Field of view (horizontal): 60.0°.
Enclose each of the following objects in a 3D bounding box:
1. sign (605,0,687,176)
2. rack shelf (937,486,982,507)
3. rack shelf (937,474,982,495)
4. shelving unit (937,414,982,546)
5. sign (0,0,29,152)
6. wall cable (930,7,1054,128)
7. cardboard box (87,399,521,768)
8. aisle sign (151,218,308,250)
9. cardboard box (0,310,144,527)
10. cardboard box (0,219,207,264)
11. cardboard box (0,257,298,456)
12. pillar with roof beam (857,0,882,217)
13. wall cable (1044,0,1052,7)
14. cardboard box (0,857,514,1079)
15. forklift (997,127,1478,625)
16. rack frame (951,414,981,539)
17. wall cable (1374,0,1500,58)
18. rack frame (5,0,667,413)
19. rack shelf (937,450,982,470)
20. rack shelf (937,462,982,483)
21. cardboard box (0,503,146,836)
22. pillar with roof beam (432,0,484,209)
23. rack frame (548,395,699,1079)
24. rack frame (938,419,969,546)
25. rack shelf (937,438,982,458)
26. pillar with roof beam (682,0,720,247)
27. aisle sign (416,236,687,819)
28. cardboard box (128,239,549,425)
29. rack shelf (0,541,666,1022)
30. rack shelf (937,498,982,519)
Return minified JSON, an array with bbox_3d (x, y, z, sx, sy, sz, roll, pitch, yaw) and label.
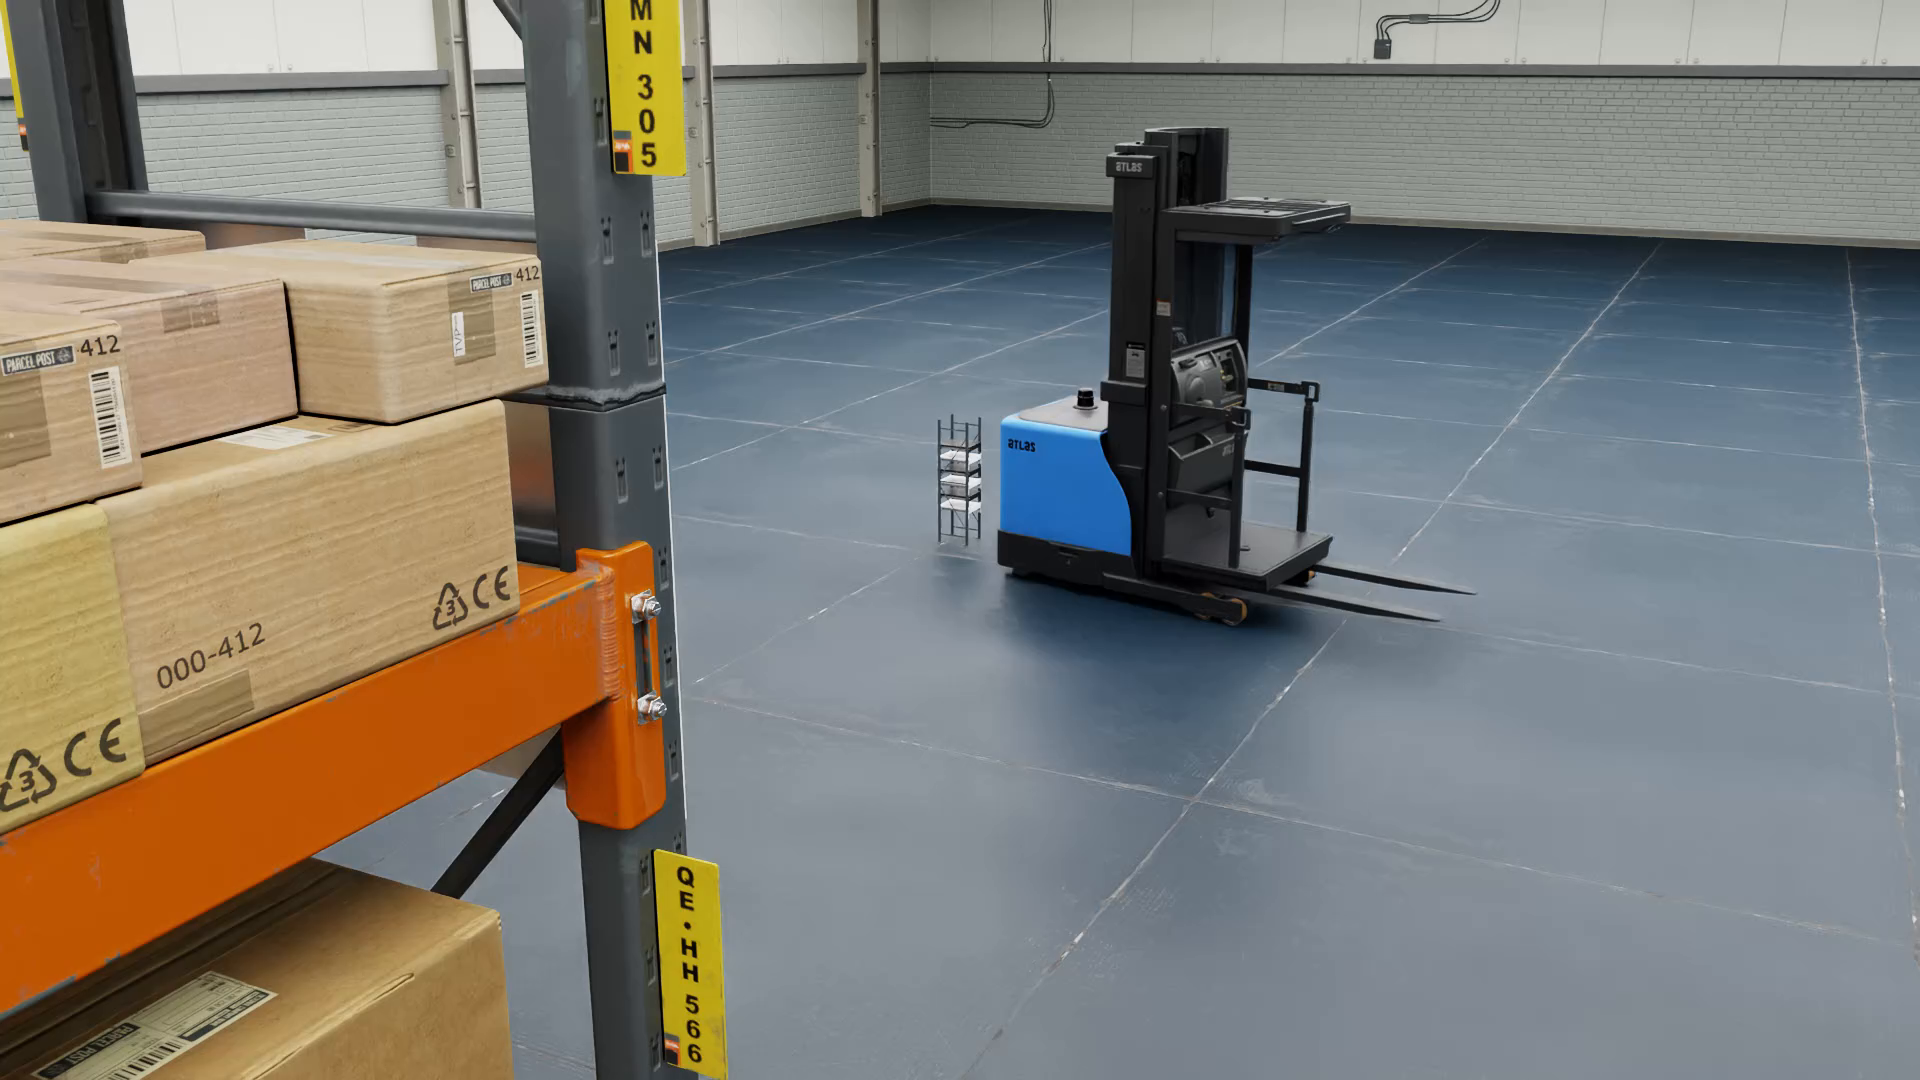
[{"bbox_3d":[-0.361,-0.582,1.893,0.100,0.325,0.005,8,18,25],"label":"sign"},{"bbox_3d":[-0.004,-0.311,11.924,0.258,0.077,0.200,8,18,25],"label":"rack shelf"},{"bbox_3d":[-0.004,-0.397,11.899,0.258,0.077,0.200,8,18,25],"label":"rack shelf"},{"bbox_3d":[-0.004,-0.429,11.889,0.258,0.900,0.210,8,18,25],"label":"shelving unit"},{"bbox_3d":[-1.334,-0.722,2.382,0.100,0.325,0.005,8,18,25],"label":"sign"},{"bbox_3d":[0.631,-10.235,36.133,3.097,2.526,0.112,8,18,25],"label":"wall cable"},{"bbox_3d":[-0.837,-0.007,1.773,0.500,0.250,0.500,9,19,27],"label":"cardboard box"},{"bbox_3d":[-1.089,-0.096,2.513,0.394,0.787,0.004,8,18,25],"label":"aisle sign"},{"bbox_3d":[-0.939,-0.107,1.412,0.380,0.149,0.250,7,18,23],"label":"cardboard box"},{"bbox_3d":[-1.179,-0.312,2.102,0.380,0.149,0.250,8,18,25],"label":"cardboard box"},{"bbox_3d":[-0.915,-0.191,1.694,0.380,0.149,0.250,7,18,24],"label":"cardboard box"},{"bbox_3d":[1.982,-10.594,31.887,9.100,9.000,0.400,8,18,25],"label":"pillar with roof beam"},{"bbox_3d":[3.051,-12.312,34.256,3.097,2.526,0.112,8,18,25],"label":"wall cable"},{"bbox_3d":[-0.873,0.706,1.925,0.500,0.500,0.500,8,18,25],"label":"cardboard box"},{"bbox_3d":[1.748,-1.050,10.411,3.031,2.935,1.130,11,20,34],"label":"forklift"},{"bbox_3d":[0.042,-0.455,11.976,0.240,0.900,0.006,8,18,25],"label":"rack frame"},{"bbox_3d":[9.116,-12.142,31.127,2.305,6.003,0.169,8,18,25],"label":"wall cable"},{"bbox_3d":[-0.849,-1.671,1.847,1.000,3.000,0.127,8,18,25],"label":"rack frame"},{"bbox_3d":[-0.004,-0.570,11.848,0.258,0.077,0.200,8,18,25],"label":"rack shelf"},{"bbox_3d":[-0.004,-0.484,11.873,0.258,0.077,0.200,8,18,25],"label":"rack shelf"},{"bbox_3d":[-1.057,0.121,1.344,0.500,0.250,0.500,8,18,26],"label":"cardboard box"},{"bbox_3d":[-3.380,-7.537,21.596,9.100,9.000,0.400,8,18,25],"label":"pillar with roof beam"},{"bbox_3d":[-0.849,1.204,2.701,1.000,3.000,0.127,8,18,25],"label":"rack frame"},{"bbox_3d":[-0.049,-0.403,11.802,0.240,0.900,0.006,8,18,25],"label":"rack frame"},{"bbox_3d":[-0.004,-0.656,11.822,0.258,0.077,0.200,8,18,25],"label":"rack shelf"},{"bbox_3d":[-0.699,-9.066,26.742,9.100,9.000,0.400,8,18,25],"label":"pillar with roof beam"},{"bbox_3d":[-0.553,-0.019,2.256,0.394,0.787,0.004,8,18,25],"label":"aisle sign"},{"bbox_3d":[-0.694,-0.242,1.867,0.380,0.149,0.250,8,18,25],"label":"cardboard box"},{"bbox_3d":[-1.742,0.621,0.661,1.077,0.370,4.000,8,18,25],"label":"rack shelf"},{"bbox_3d":[-0.004,-0.225,11.950,0.258,0.077,0.200,8,18,25],"label":"rack shelf"}]
